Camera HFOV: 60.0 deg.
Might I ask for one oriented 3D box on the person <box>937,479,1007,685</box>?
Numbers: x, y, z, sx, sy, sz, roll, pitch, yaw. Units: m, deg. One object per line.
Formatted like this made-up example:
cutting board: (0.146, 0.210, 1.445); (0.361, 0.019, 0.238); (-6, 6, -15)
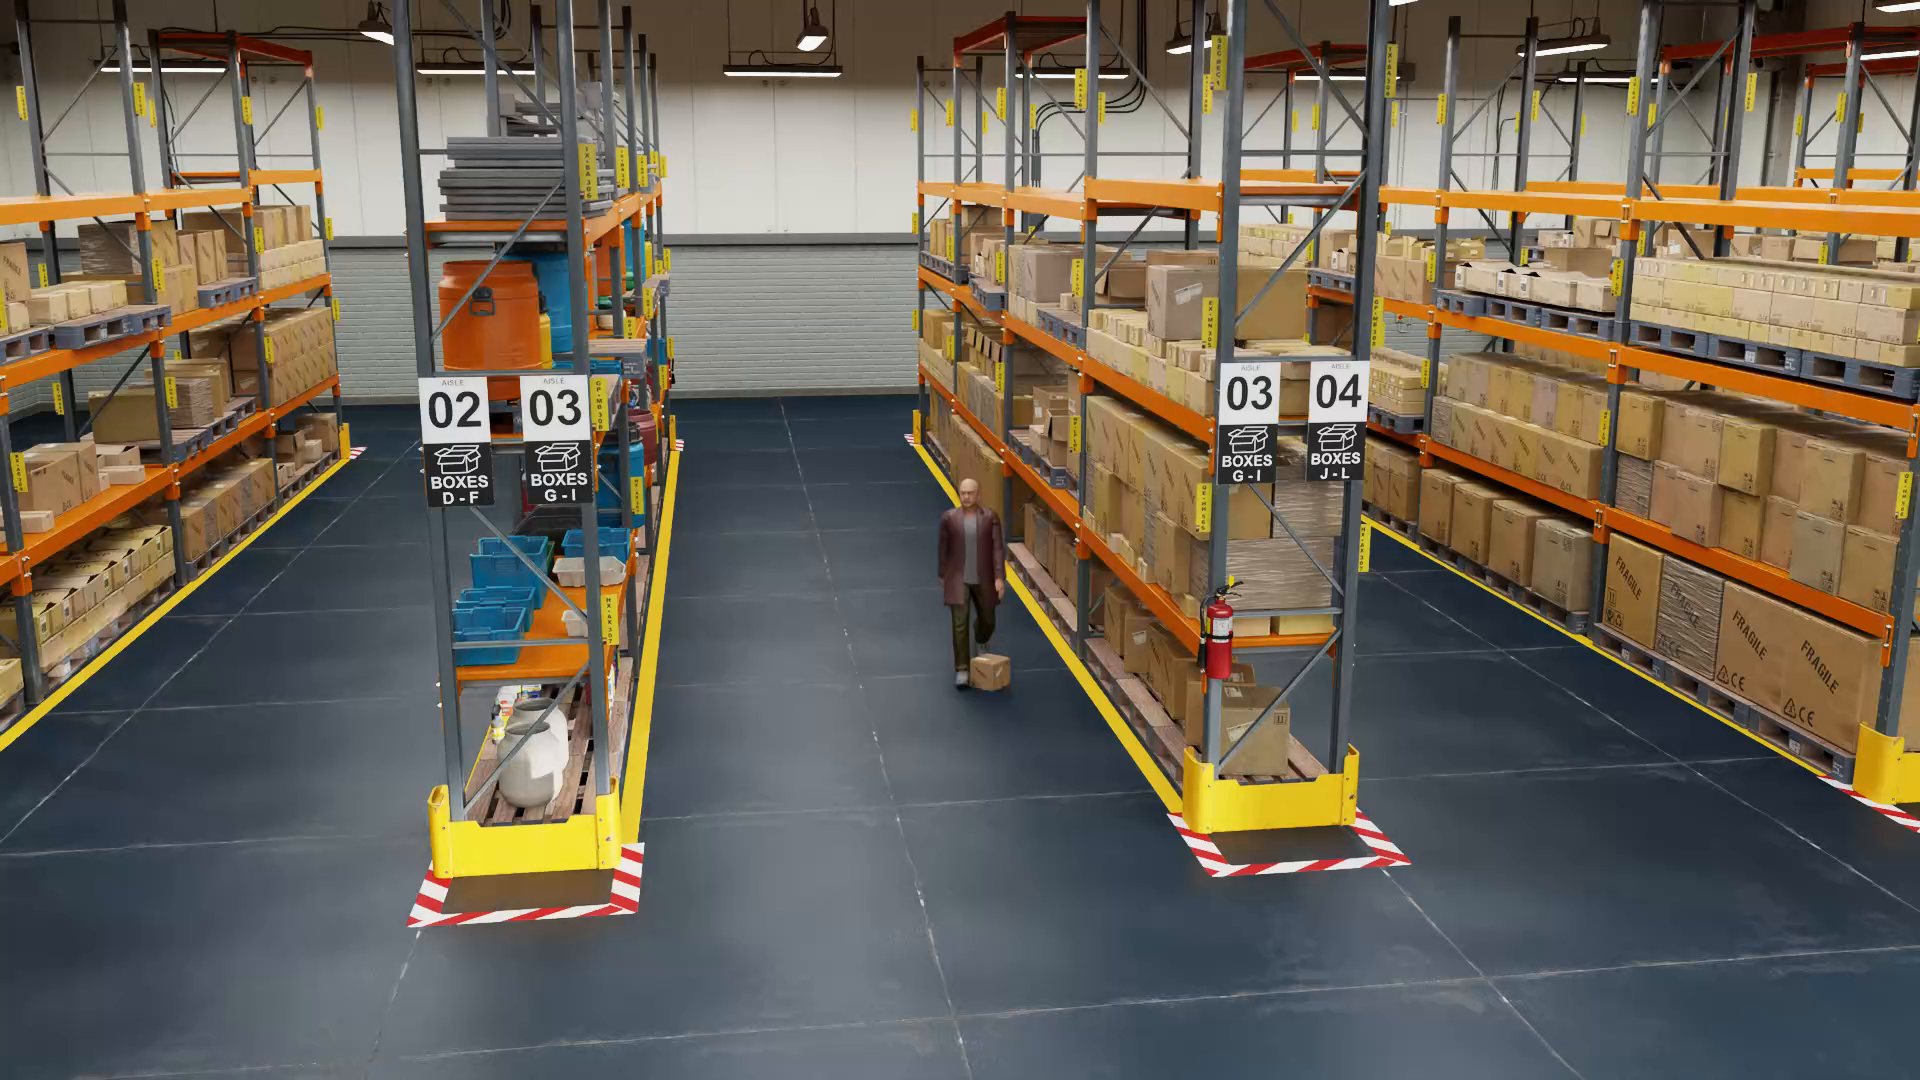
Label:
person: (0.102, 0.324, 14.510); (0.599, 1.753, 0.849); (0, 13, -2)
